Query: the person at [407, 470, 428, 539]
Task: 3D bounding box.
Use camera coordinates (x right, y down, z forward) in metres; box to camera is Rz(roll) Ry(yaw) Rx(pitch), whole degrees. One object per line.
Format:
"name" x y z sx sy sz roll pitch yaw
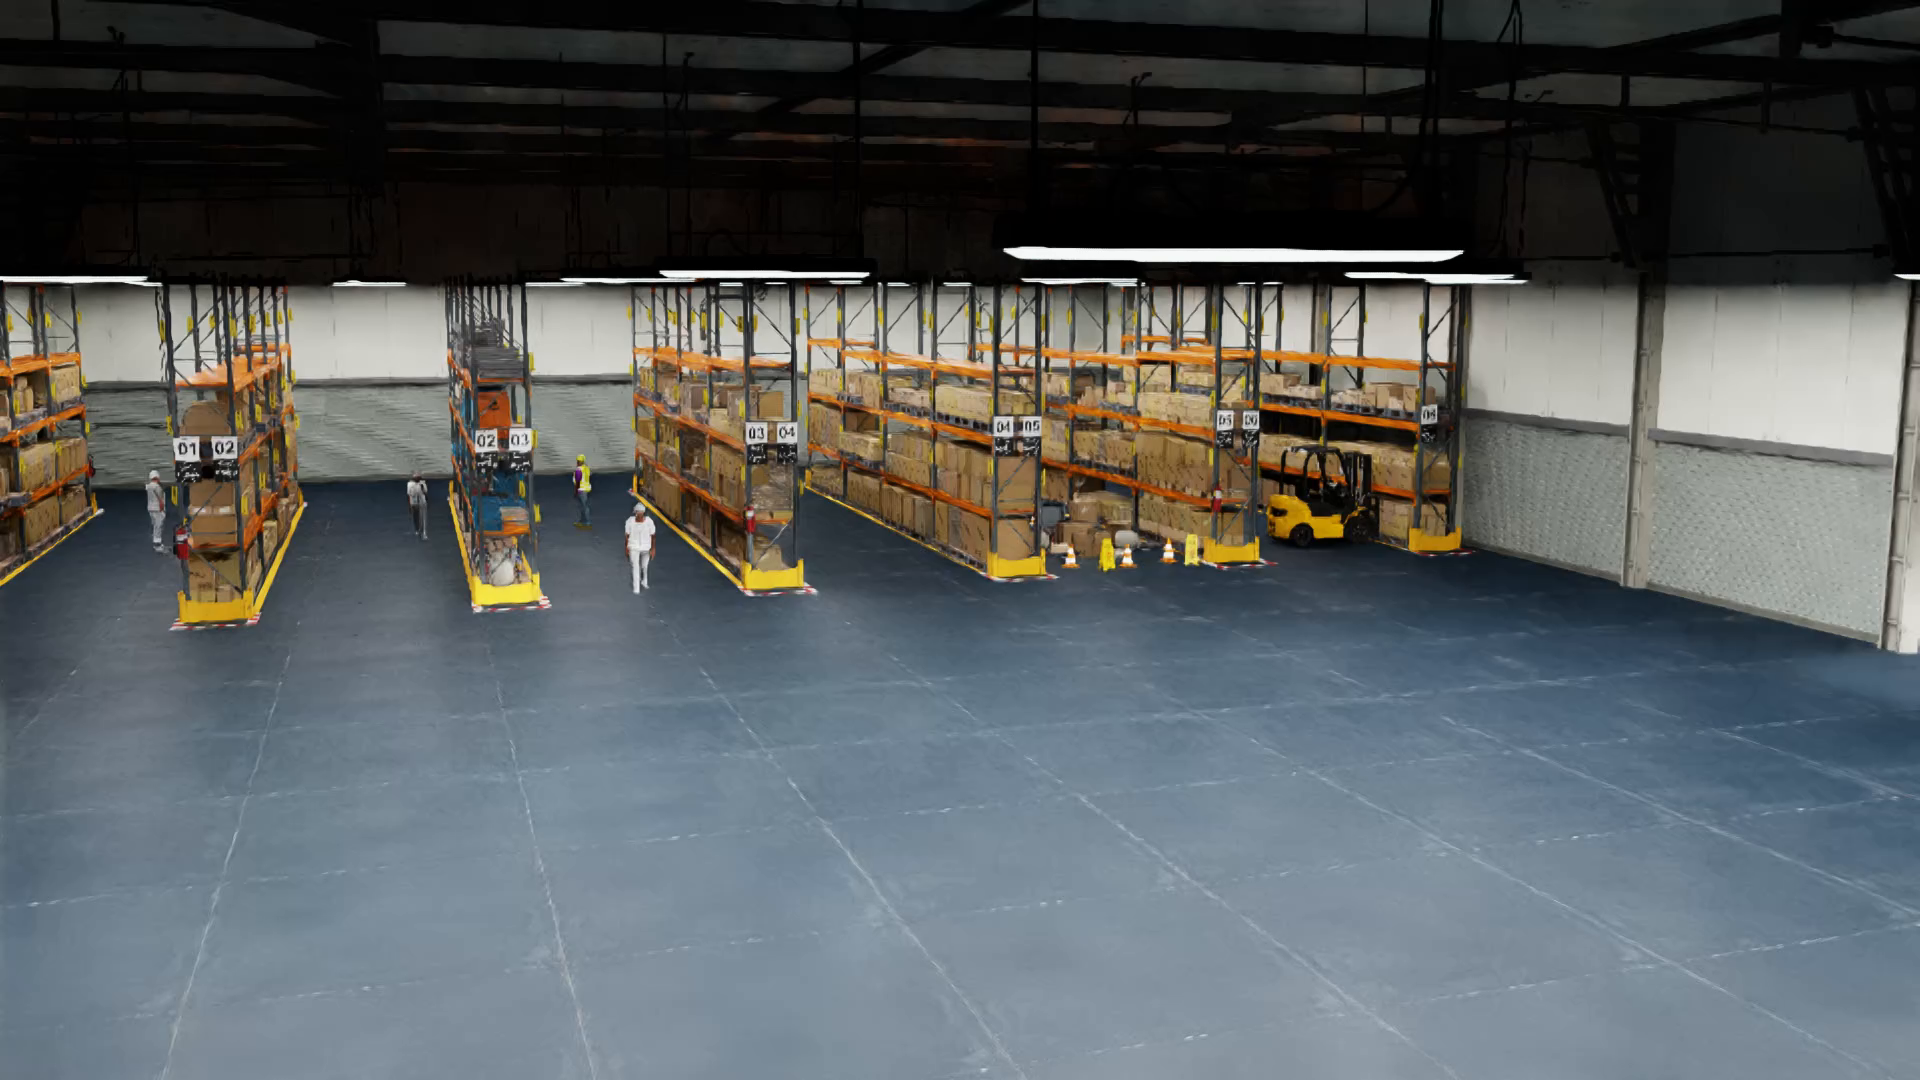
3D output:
"person" -12.458 -0.845 38.222 0.456 1.569 1.088 -2 9 -16

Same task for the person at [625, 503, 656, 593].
"person" -6.054 0.126 31.546 0.582 1.685 1.120 -2 9 -16

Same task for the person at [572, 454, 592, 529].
"person" -9.091 -1.173 39.895 0.580 1.760 0.673 1 9 10

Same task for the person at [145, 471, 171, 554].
"person" -17.398 -0.619 36.132 0.606 1.792 0.442 8 11 41
